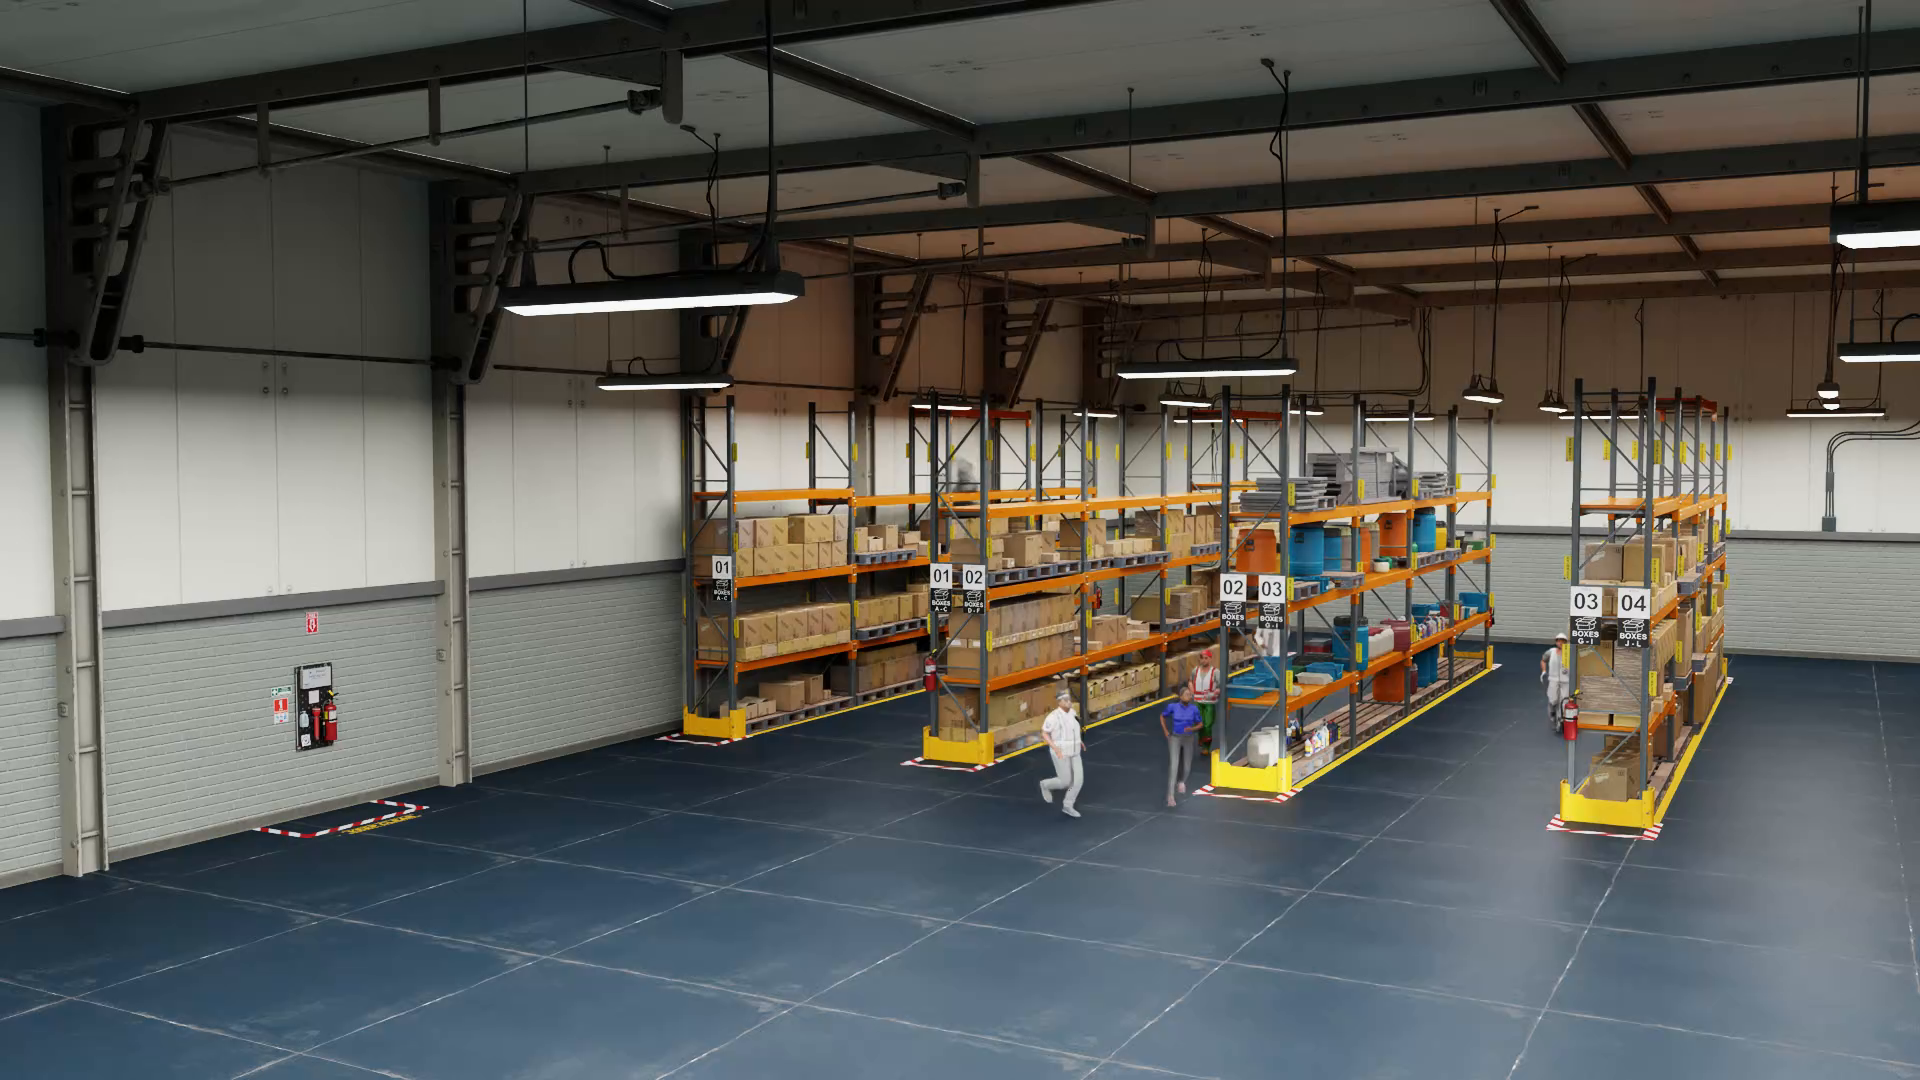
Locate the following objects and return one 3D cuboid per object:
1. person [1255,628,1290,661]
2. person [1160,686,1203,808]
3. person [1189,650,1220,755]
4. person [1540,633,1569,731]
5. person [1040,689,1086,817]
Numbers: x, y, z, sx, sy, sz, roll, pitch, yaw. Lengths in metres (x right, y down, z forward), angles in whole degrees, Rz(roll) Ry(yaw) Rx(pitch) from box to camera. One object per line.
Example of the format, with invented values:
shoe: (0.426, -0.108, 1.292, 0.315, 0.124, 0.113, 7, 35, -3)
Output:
person: (6.428, 2.333, 34.359, 0.680, 1.780, 1.190, 1, 3, 25)
person: (3.197, 2.928, 23.904, 0.602, 1.648, 0.938, 0, 3, -6)
person: (4.031, 2.691, 27.437, 0.664, 1.745, 0.583, 1, 3, 25)
person: (10.681, 2.544, 29.638, 0.639, 1.754, 0.667, 1, 3, 20)
person: (1.455, 2.932, 23.046, 0.671, 1.749, 0.597, -2, 4, -38)
